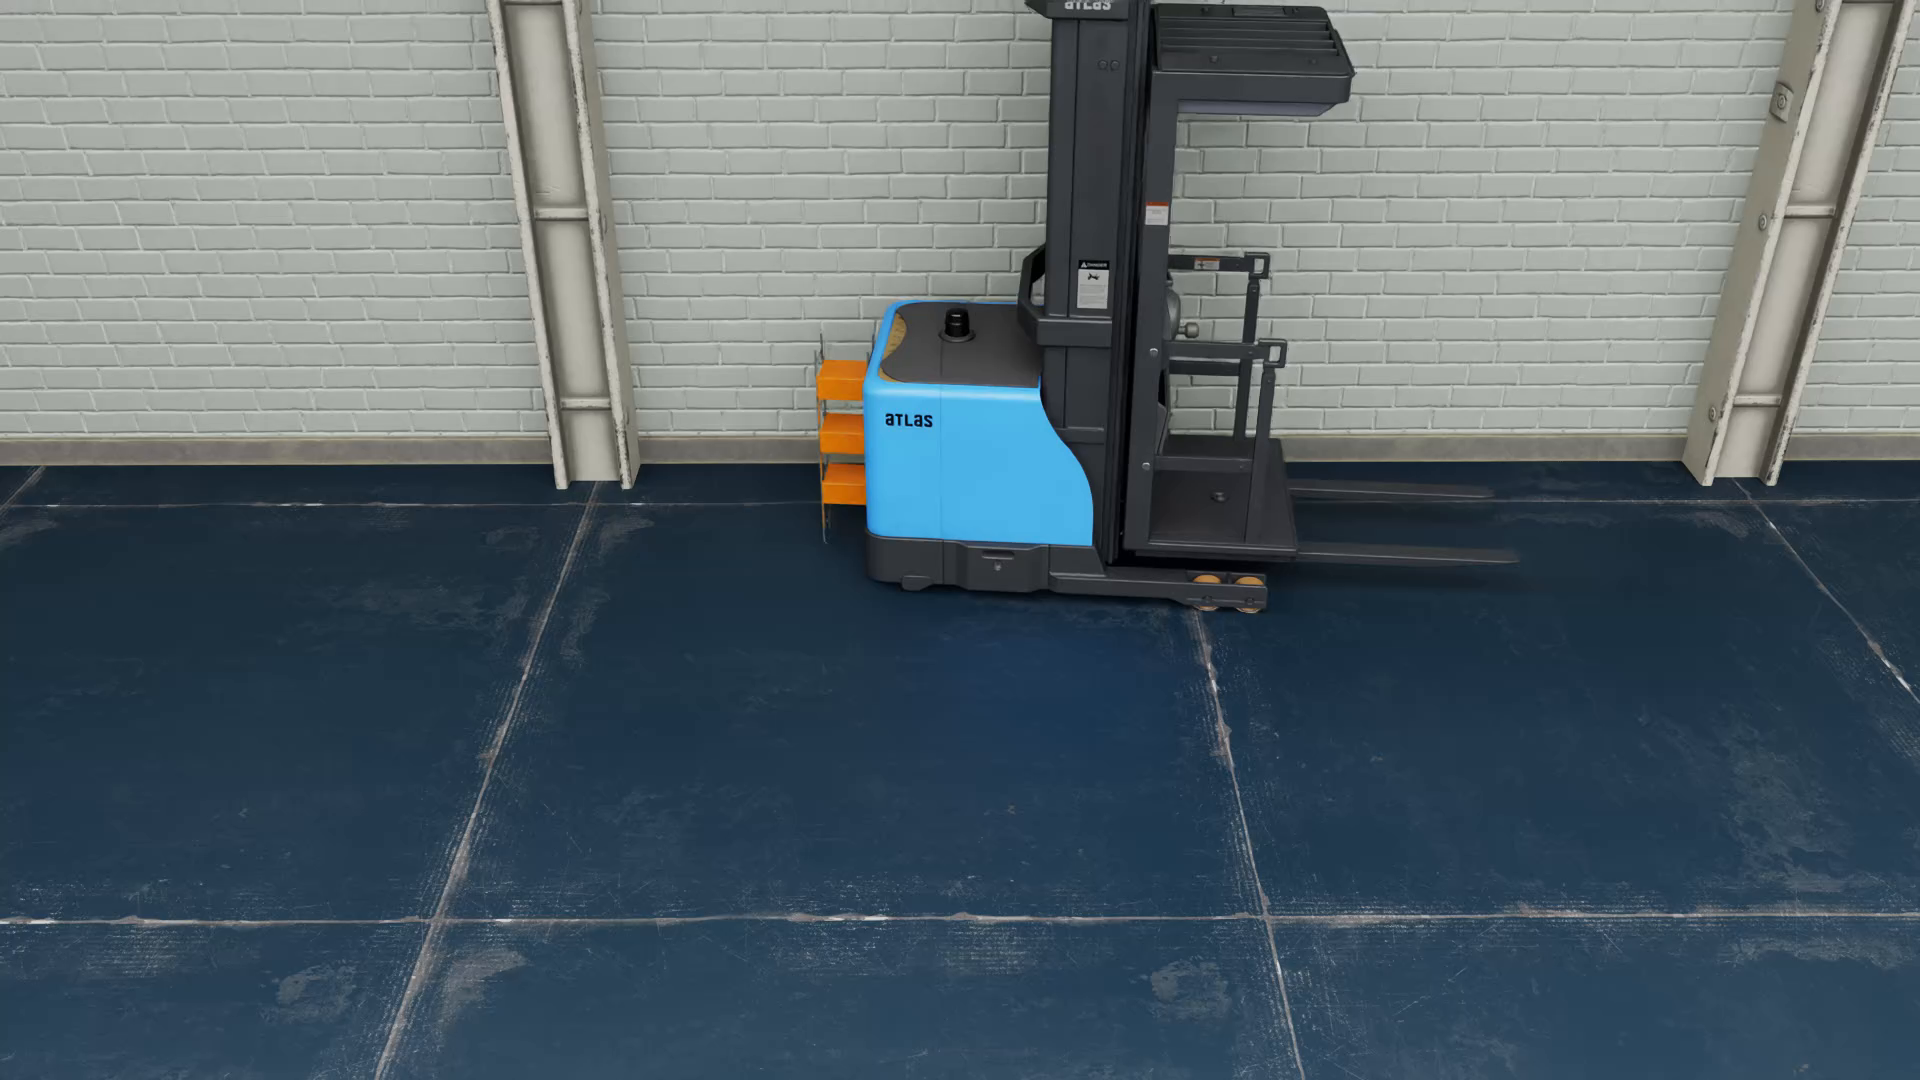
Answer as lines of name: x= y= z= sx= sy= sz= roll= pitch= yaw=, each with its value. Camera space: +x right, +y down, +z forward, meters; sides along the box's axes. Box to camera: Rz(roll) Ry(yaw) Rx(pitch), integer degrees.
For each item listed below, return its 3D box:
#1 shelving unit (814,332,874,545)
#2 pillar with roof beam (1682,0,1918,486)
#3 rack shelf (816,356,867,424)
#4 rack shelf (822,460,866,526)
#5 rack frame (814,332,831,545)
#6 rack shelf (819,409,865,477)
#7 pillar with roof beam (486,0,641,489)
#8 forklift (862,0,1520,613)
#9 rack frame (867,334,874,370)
shelving unit: x=-0.539 y=-0.472 z=8.017 sx=0.252 sy=1.050 sz=0.215 roll=3 pitch=31 yaw=4
pillar with roof beam: x=4.112 y=-1.981 z=2.839 sx=0.400 sy=9.000 sz=9.100 roll=0 pitch=31 yaw=0
rack shelf: x=-0.539 y=-0.706 z=7.875 sx=0.240 sy=0.259 sz=0.215 roll=3 pitch=31 yaw=4
rack shelf: x=-0.539 y=-0.226 z=8.166 sx=0.240 sy=0.259 sz=0.215 roll=3 pitch=31 yaw=4
rack frame: x=-0.661 y=-0.478 z=8.025 sx=0.008 sy=1.050 sz=0.200 roll=3 pitch=31 yaw=4
rack shelf: x=-0.539 y=-0.463 z=8.022 sx=0.240 sy=0.259 sz=0.215 roll=3 pitch=31 yaw=4
pillar with roof beam: x=-1.887 y=-1.962 z=2.809 sx=0.400 sy=9.000 sz=9.100 roll=0 pitch=31 yaw=0
forklift: x=1.099 y=-1.204 z=7.409 sx=3.031 sy=2.935 sz=1.130 roll=3 pitch=31 yaw=4
rack frame: x=-0.418 y=-0.467 z=8.008 sx=0.008 sy=1.050 sz=0.200 roll=3 pitch=31 yaw=4
